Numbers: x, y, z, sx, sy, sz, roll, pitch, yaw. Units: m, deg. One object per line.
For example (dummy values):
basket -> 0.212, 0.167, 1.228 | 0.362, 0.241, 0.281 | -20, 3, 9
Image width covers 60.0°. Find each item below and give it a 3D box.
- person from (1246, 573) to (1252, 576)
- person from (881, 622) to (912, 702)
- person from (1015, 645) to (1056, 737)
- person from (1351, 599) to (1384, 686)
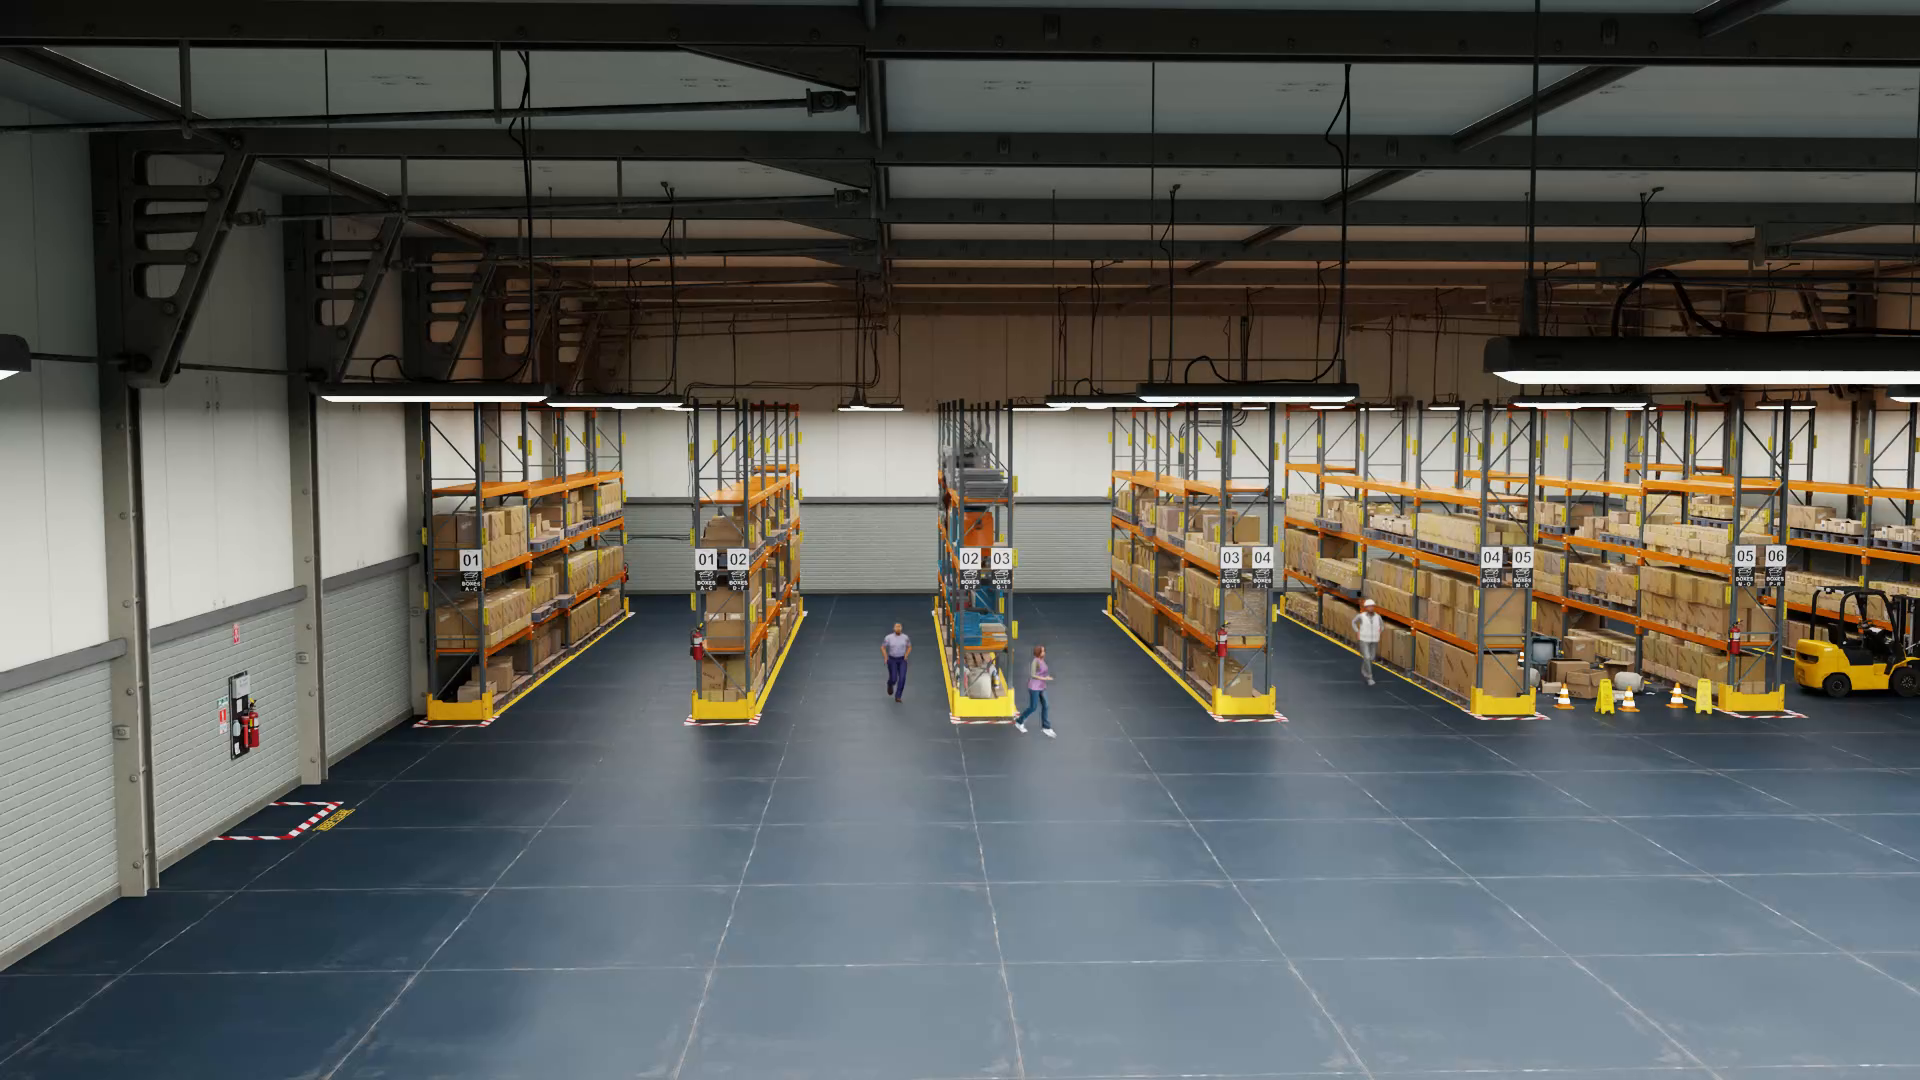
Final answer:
person -> 8.055, 1.457, 45.929 | 0.613, 1.603, 0.753 | 0, 4, 5
person -> -1.240, 2.422, 33.003 | 0.607, 1.593, 0.551 | -1, 4, -13
person -> 1.352, 2.690, 29.566 | 0.758, 1.607, 0.557 | 2, 5, 27
person -> 8.692, 2.148, 35.362 | 0.662, 1.782, 0.954 | -1, 4, -7
